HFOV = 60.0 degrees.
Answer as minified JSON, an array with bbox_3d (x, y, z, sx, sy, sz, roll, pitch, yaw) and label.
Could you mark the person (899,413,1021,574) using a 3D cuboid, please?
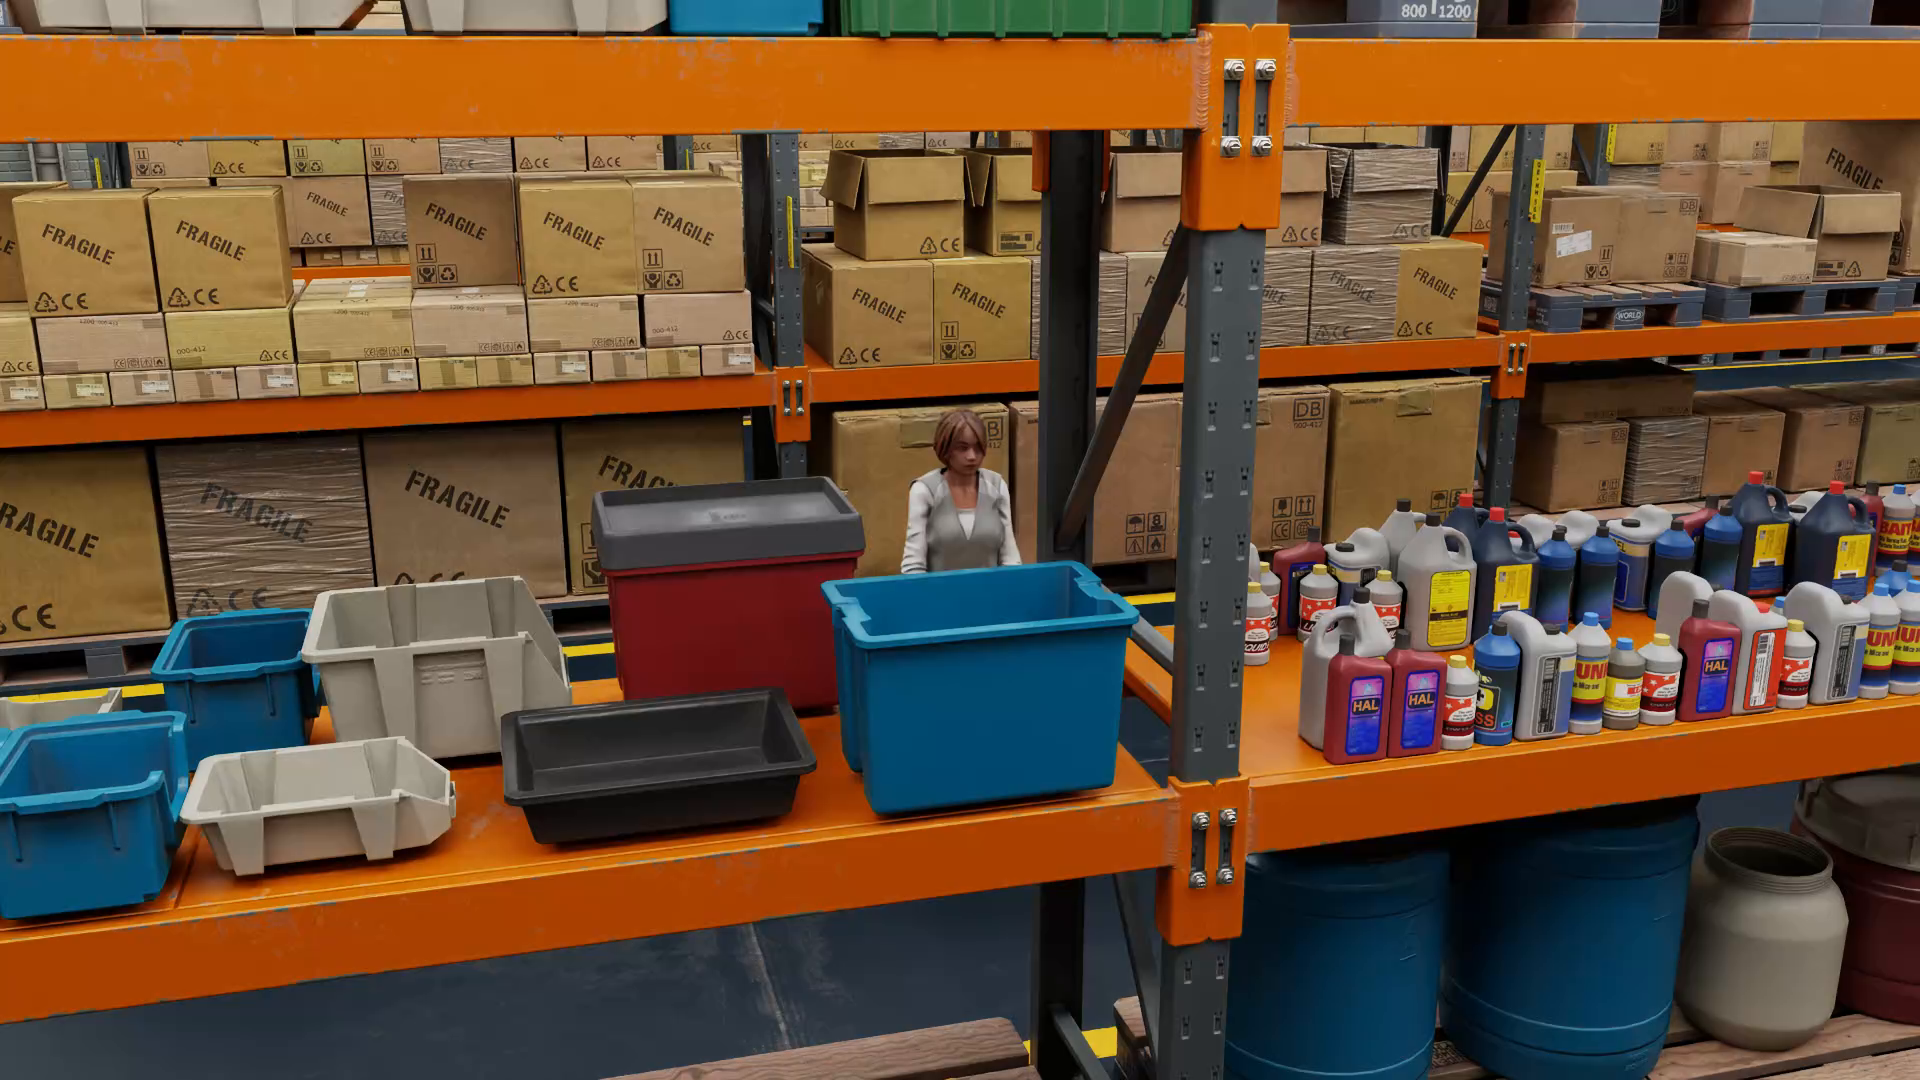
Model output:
[{"bbox_3d":[0.007,0.320,5.959,0.472,1.590,0.347,-5,17,-18],"label":"person"}]
